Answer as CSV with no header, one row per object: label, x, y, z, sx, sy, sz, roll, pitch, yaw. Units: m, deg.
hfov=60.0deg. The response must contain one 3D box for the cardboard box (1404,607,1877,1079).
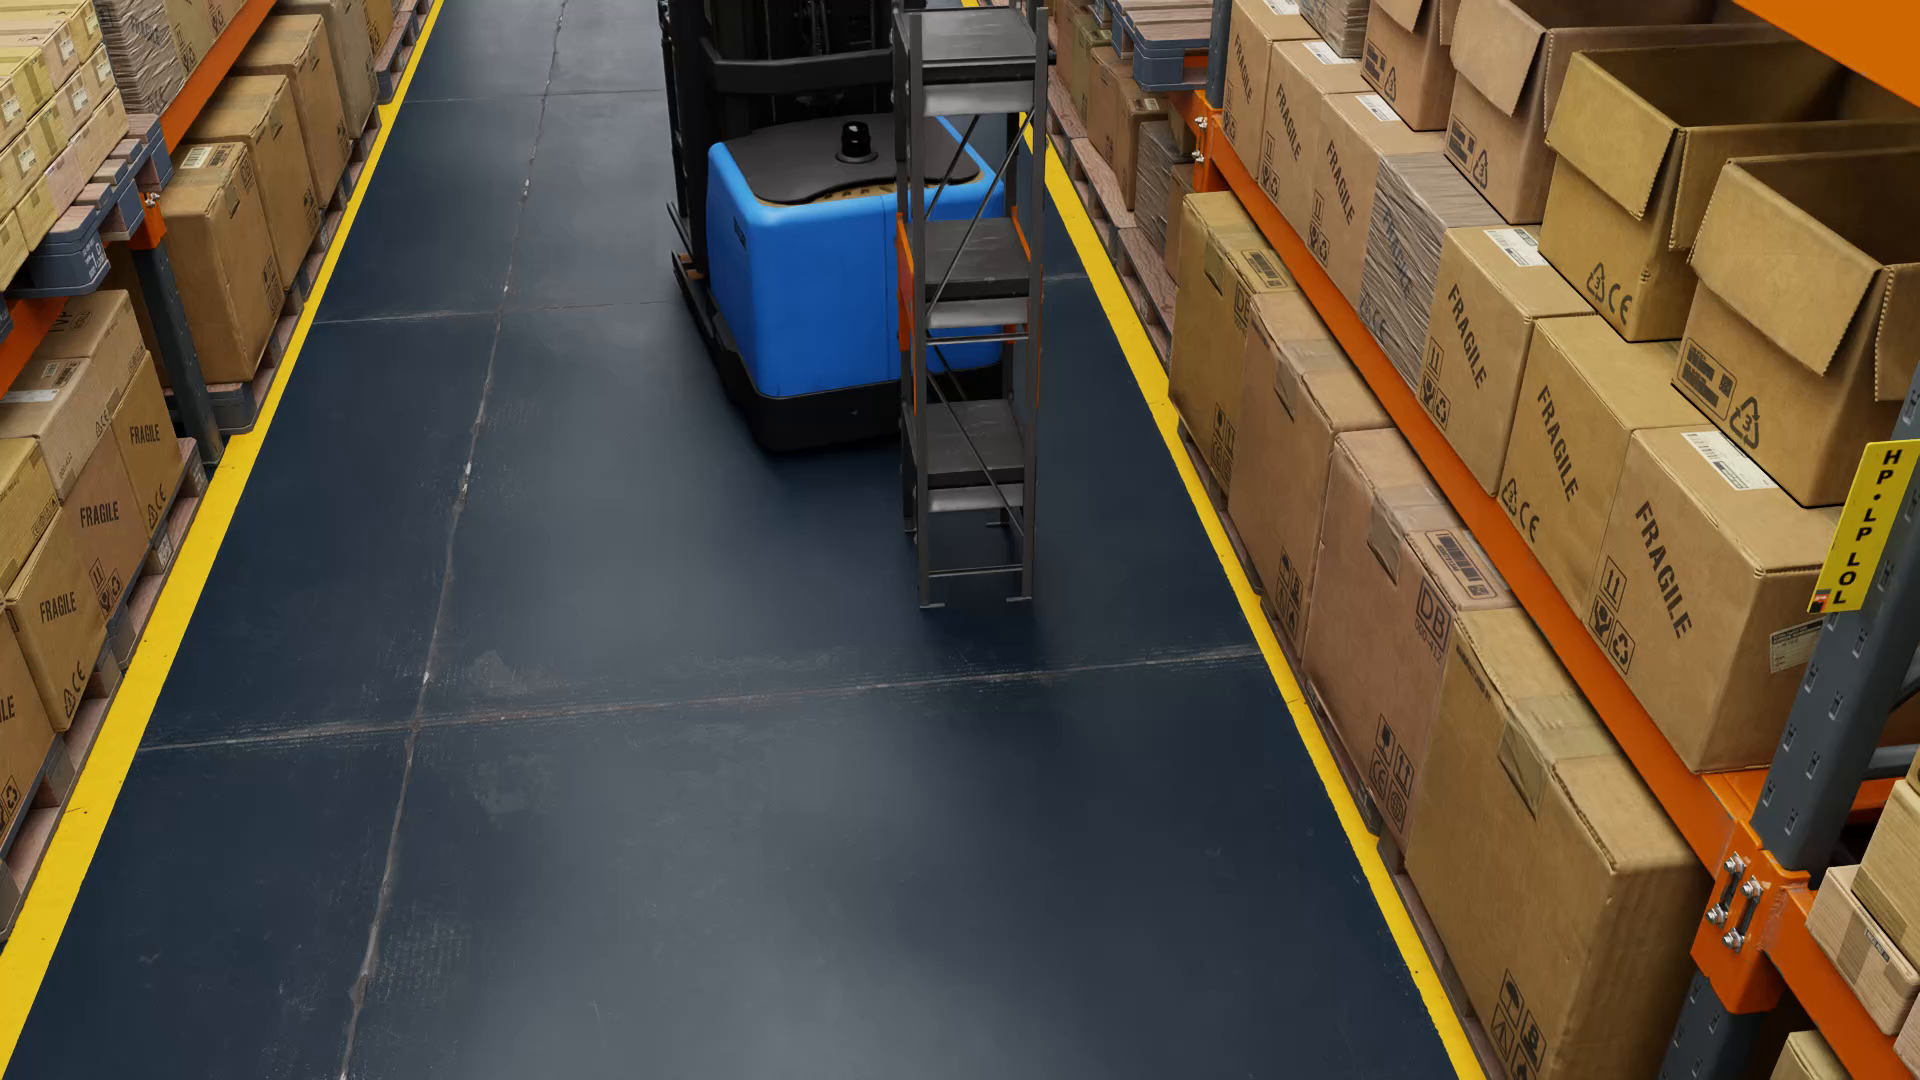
cardboard box,1.876,0.731,4.028,1.225,0.875,0.875,-4,35,-6

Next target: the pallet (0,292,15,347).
pallet,-3.178,-0.350,4.271,1.003,0.211,1.213,-4,35,-6

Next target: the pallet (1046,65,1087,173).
pallet,1.012,-2.496,9.725,1.003,0.211,1.213,-4,35,-6

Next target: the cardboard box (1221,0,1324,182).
cardboard box,1.240,-1.600,5.845,0.500,0.500,0.500,-3,34,-5

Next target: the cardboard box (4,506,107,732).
cardboard box,-2.984,0.260,5.052,0.500,0.500,0.500,-6,35,-9

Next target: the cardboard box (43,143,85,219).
cardboard box,-2.896,-1.078,5.019,0.380,0.149,0.250,-4,34,-6

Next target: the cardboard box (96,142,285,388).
cardboard box,-3.477,-1.122,6.857,1.050,0.750,0.750,-5,35,-7

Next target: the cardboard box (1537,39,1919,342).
cardboard box,1.807,-0.814,3.801,0.797,0.503,0.637,-4,34,-6

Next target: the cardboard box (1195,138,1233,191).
cardboard box,1.324,-1.681,7.216,0.500,0.250,0.500,-3,34,-4

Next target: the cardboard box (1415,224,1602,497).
cardboard box,1.512,-0.468,4.184,0.500,0.500,0.500,-5,35,-7

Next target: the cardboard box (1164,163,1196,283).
cardboard box,1.334,-1.372,7.428,0.700,0.500,0.500,-6,35,-9

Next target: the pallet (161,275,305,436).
pallet,-3.516,-0.824,7.272,1.003,0.211,1.213,-4,35,-6

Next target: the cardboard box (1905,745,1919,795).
cardboard box,1.793,0.298,2.353,0.500,0.500,0.500,-4,35,-6

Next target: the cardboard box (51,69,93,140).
cardboard box,-2.929,-1.334,5.130,0.380,0.149,0.250,-3,34,-5

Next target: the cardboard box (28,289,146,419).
cardboard box,-3.133,-0.620,5.677,0.500,0.250,0.500,-5,35,-8

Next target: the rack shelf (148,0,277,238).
rack shelf,-3.753,-2.350,7.673,1.077,0.370,4.000,-4,35,-6

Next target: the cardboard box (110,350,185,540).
cardboard box,-3.137,-0.324,5.909,0.500,0.500,0.500,-5,35,-7

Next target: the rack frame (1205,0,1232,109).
rack frame,1.444,-1.850,6.302,1.000,3.000,0.127,-4,35,-6

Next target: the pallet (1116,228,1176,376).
pallet,1.340,-1.134,7.727,1.003,0.211,1.213,-4,35,-6

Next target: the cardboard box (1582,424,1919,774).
cardboard box,1.649,0.100,3.351,0.500,0.500,0.500,-4,35,-6

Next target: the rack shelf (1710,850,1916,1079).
rack shelf,2.251,1.795,1.591,1.077,0.370,4.000,-4,35,-6

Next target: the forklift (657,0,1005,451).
forklift,-0.753,-2.393,7.159,1.130,2.935,3.031,-11,36,-15

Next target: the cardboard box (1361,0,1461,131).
cardboard box,1.611,-1.533,4.857,0.797,0.503,0.637,-4,34,-5

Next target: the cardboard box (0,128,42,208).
cardboard box,-2.858,-1.047,4.709,0.380,0.149,0.250,-4,35,-6

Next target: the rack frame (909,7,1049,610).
rack frame,0.055,-0.639,5.323,0.400,2.100,0.015,-4,35,-6

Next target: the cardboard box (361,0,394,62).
cardboard box,-4.038,-3.415,10.111,0.875,0.875,0.875,-4,34,-6

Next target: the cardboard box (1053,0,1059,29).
cardboard box,0.892,-3.449,10.495,0.500,0.500,0.500,-5,35,-8

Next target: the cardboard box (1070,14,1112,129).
cardboard box,1.013,-2.620,9.259,0.700,0.500,0.500,-5,35,-7

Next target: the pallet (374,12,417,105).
pallet,-4.047,-3.041,10.525,1.003,0.211,1.213,-4,35,-6

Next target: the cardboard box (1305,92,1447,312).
cardboard box,1.384,-1.027,5.004,0.500,0.500,0.500,-5,35,-7

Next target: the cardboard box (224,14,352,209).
cardboard box,-3.724,-2.129,8.335,1.050,0.750,0.750,-4,35,-6

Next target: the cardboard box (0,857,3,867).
cardboard box,-2.856,0.833,4.211,0.500,0.500,0.500,-3,34,-4

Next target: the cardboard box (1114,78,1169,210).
cardboard box,1.164,-1.996,8.344,0.700,0.500,0.500,-2,34,-2

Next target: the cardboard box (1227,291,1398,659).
cardboard box,1.628,-0.261,5.484,1.225,0.875,0.875,-4,35,-6

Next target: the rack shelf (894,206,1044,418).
rack shelf,0.022,-0.764,5.531,0.431,0.518,0.480,-4,35,-6

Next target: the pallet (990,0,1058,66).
pallet,0.781,-3.302,10.908,1.003,0.211,1.213,-4,35,-6

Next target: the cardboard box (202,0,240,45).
cardboard box,-3.416,-2.408,7.032,0.500,0.500,0.500,-4,35,-6

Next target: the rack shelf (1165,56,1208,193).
rack shelf,1.175,-2.669,8.142,1.077,0.370,4.000,-4,35,-6

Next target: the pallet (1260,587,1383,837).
pallet,1.636,0.427,5.436,1.003,0.211,1.213,-4,35,-6

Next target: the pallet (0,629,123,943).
pallet,-3.220,0.737,4.982,1.003,0.211,1.213,-4,35,-6

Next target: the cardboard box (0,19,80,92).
cardboard box,-2.933,-1.468,5.062,0.380,0.149,0.250,-5,35,-7

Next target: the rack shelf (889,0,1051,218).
rack shelf,0.022,-1.342,5.137,0.431,0.518,0.480,-4,35,-6

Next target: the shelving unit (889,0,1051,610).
shelving unit,0.022,-0.775,5.523,0.431,2.100,0.503,-4,35,-6

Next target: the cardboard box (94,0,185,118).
cardboard box,-3.277,-1.843,6.203,0.500,0.500,0.500,-4,34,-6

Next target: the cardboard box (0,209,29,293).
cardboard box,-2.828,-0.789,4.594,0.380,0.149,0.250,-6,35,-8

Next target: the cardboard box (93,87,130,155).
cardboard box,-2.963,-1.360,5.433,0.380,0.149,0.250,-4,34,-6

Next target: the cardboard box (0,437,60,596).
cardboard box,-3.001,-0.054,4.847,0.500,0.250,0.500,-4,34,-5

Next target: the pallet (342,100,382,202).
pallet,-3.844,-2.186,9.270,1.003,0.211,1.213,-4,35,-6

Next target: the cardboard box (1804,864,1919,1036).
cardboard box,1.692,0.676,2.818,0.380,0.149,0.250,-4,35,-6

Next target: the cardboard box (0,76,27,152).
cardboard box,-2.858,-1.173,4.629,0.380,0.149,0.250,-3,34,-5
